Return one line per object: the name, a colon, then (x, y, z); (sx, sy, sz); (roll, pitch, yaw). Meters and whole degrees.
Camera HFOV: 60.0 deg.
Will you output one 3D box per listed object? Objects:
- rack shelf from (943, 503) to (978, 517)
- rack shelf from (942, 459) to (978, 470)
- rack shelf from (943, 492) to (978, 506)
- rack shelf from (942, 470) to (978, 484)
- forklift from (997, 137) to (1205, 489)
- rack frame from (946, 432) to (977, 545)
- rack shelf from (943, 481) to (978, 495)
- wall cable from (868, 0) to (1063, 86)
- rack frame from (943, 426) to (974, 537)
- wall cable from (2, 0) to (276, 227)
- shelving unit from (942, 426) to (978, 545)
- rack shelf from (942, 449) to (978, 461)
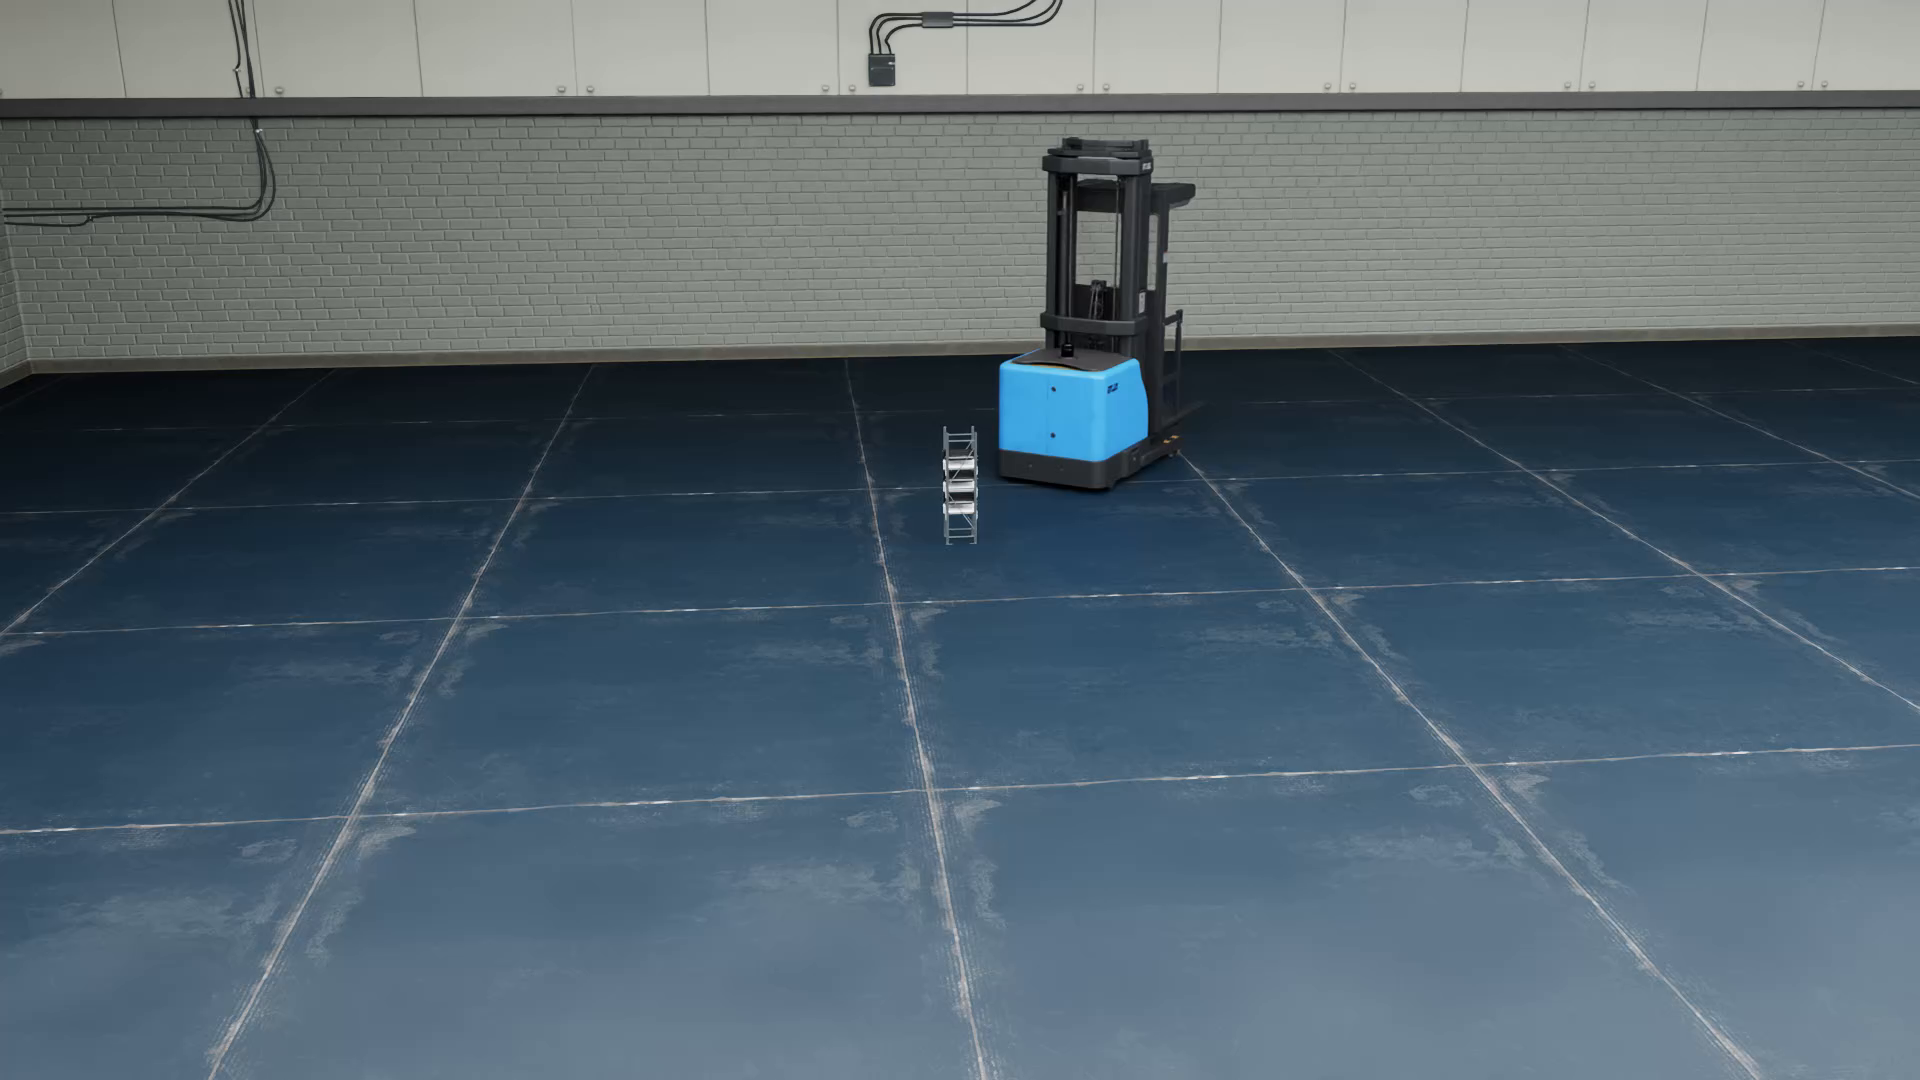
rack shelf: (0.001, -0.223, 13.098); (0.258, 0.077, 0.200); (-2, 18, -6)
rack shelf: (0.001, -0.567, 12.991); (0.258, 0.077, 0.200); (-2, 18, -6)
rack shelf: (0.001, -0.309, 13.072); (0.258, 0.077, 0.200); (-2, 18, -6)
rack shelf: (0.001, -0.481, 13.018); (0.258, 0.077, 0.200); (-2, 18, -6)
forklift: (1.475, -2.234, 15.400); (1.130, 2.935, 3.031); (9, 20, 27)
rack frame: (0.011, -0.397, 12.938); (0.240, 0.900, 0.006); (-2, 18, -6)
rack shelf: (0.001, -0.395, 13.045); (0.258, 0.077, 0.200); (-2, 18, -6)
wall cable: (0.091, -8.176, 18.519); (2.305, 6.003, 0.169); (-2, 18, -6)
rack frame: (-0.010, -0.457, 13.131); (0.240, 0.900, 0.006); (-2, 18, -6)
wall cable: (-9.353, -4.783, 18.574); (3.097, 2.526, 0.112); (-2, 18, -6)
shelving unit: (0.001, -0.427, 13.035); (0.258, 0.900, 0.210); (-2, 18, -6)
rack shelf: (0.001, -0.653, 12.964); (0.258, 0.077, 0.200); (-2, 18, -6)
